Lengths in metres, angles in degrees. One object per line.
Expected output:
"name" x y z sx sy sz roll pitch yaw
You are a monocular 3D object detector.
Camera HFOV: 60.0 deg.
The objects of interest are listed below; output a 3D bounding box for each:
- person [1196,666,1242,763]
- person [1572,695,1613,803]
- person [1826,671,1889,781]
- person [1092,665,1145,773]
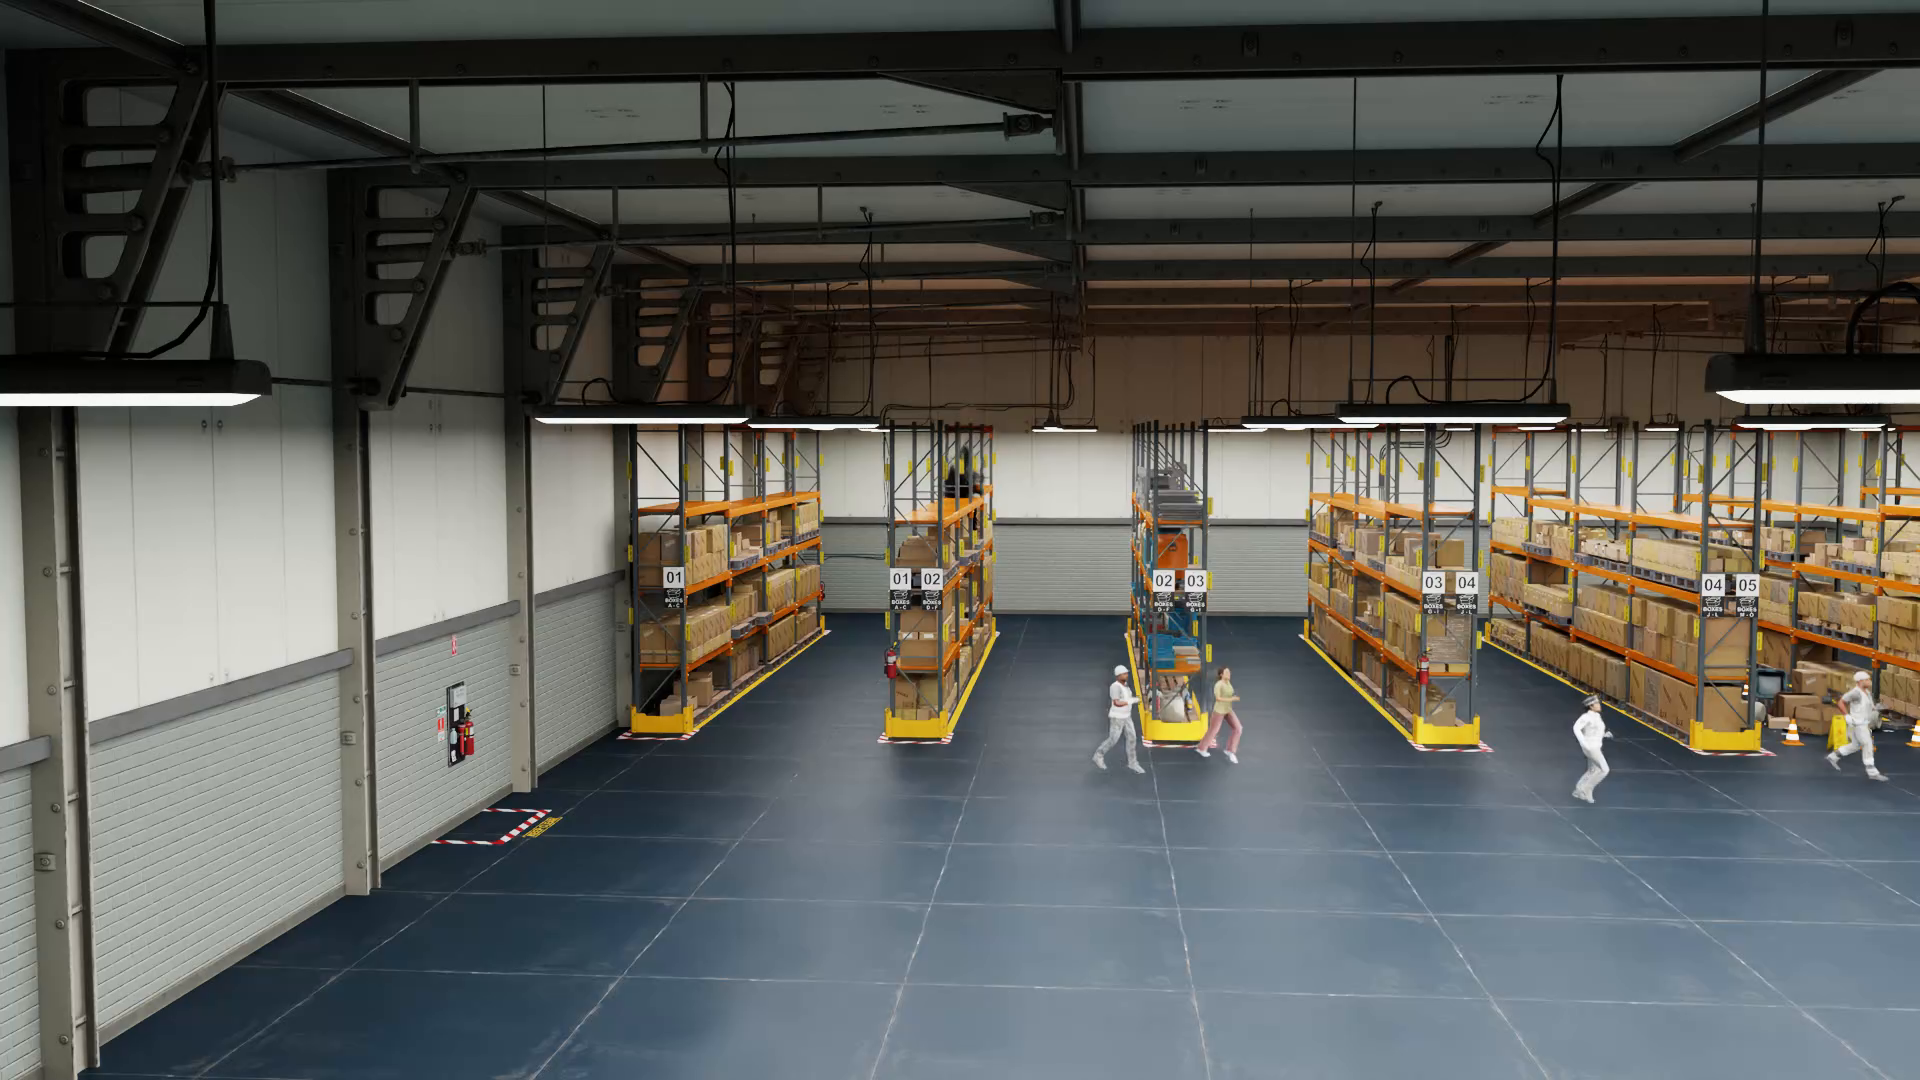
"person" 4.578 3.044 29.186 0.859 1.699 0.580 4 5 44
"person" 9.844 3.239 25.863 0.563 1.687 0.673 3 5 37
"person" 14.886 3.052 27.568 0.661 1.769 0.993 -4 5 -44
"person" 2.663 3.023 28.163 0.848 1.813 0.704 2 4 27
